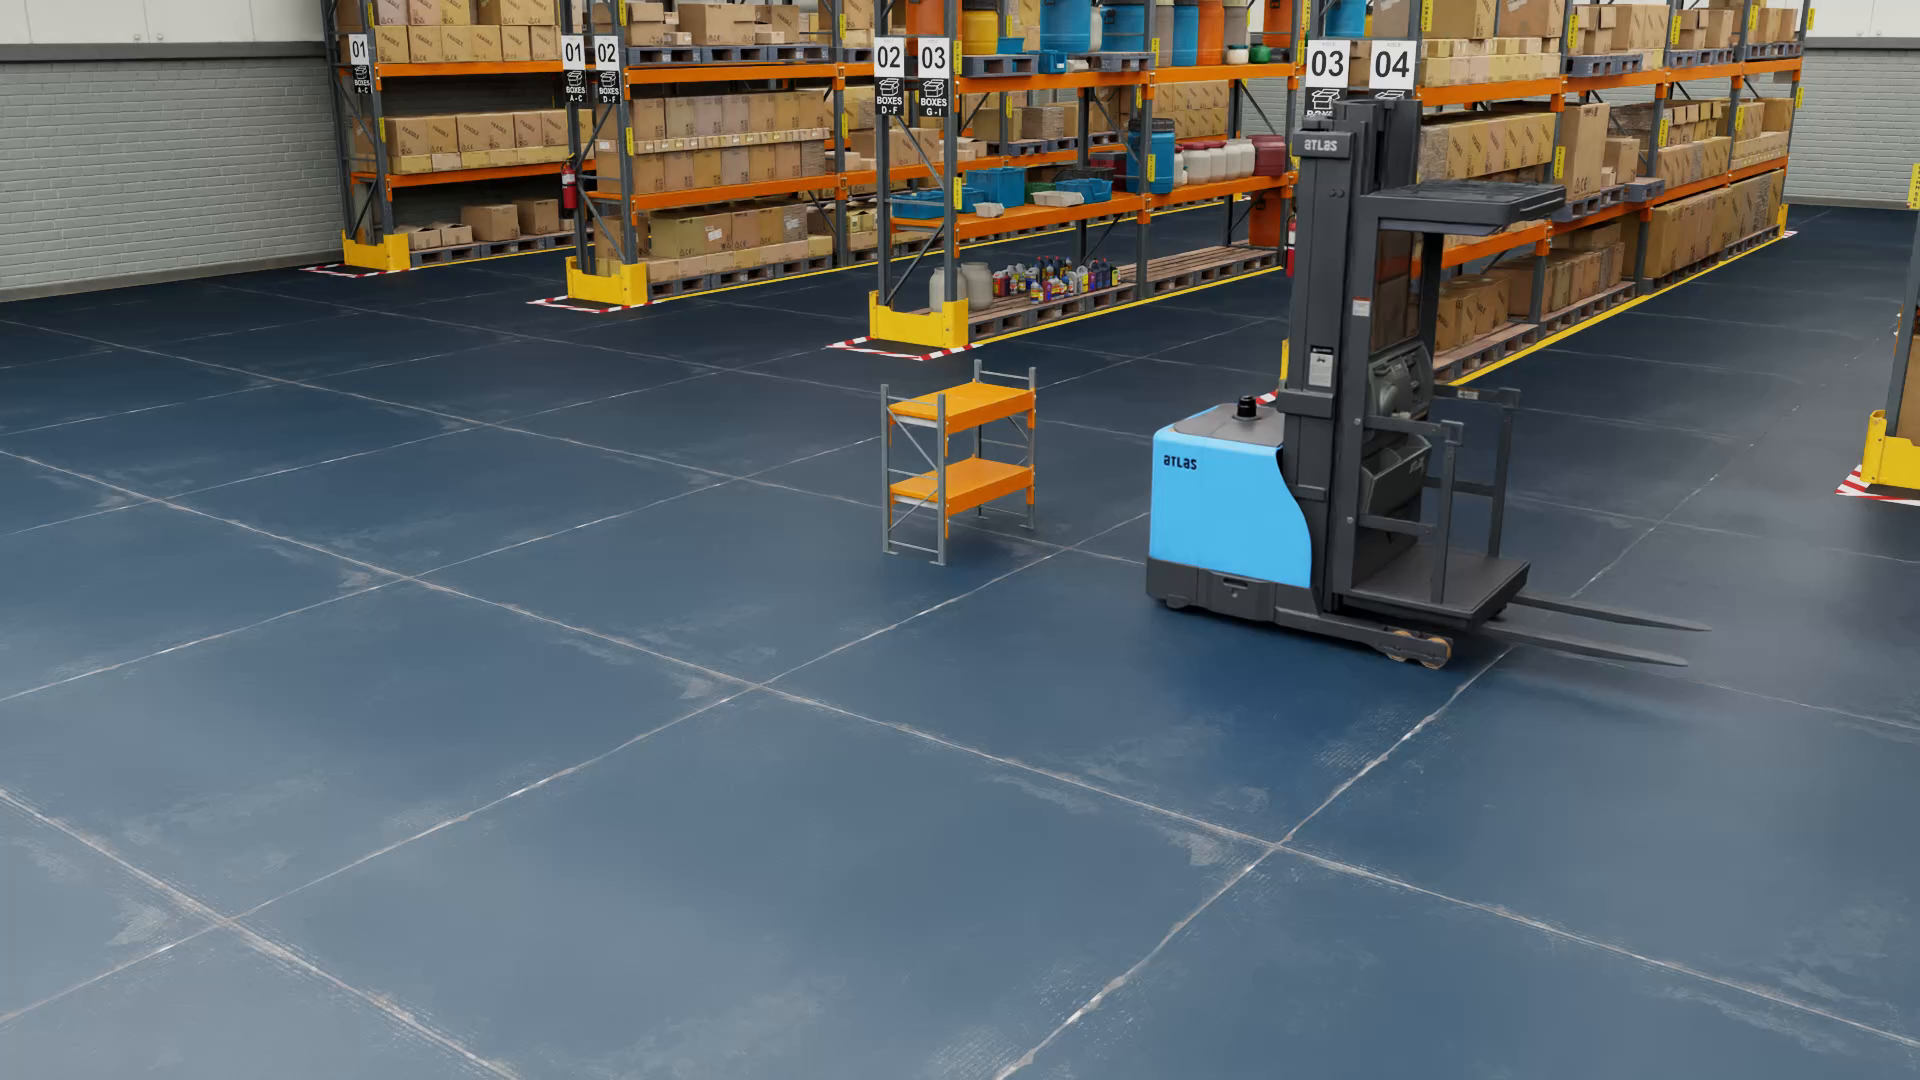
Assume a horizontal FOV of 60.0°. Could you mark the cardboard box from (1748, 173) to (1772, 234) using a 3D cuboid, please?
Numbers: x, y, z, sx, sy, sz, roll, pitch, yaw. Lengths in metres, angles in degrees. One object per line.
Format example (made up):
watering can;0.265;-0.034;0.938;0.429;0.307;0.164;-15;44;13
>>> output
cardboard box;12.188;-5.337;26.246;0.875;0.875;0.875;12;21;35

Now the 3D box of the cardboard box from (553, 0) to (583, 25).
cardboard box;-6.118;-8.102;25.330;0.500;0.500;0.500;10;20;30

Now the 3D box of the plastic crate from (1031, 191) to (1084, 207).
plastic crate;1.156;-3.994;19.492;0.530;0.136;0.437;12;21;35

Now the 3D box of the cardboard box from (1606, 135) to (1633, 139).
cardboard box;7.991;-4.741;20.578;0.500;0.500;0.500;10;20;28

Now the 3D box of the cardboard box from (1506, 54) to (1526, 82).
cardboard box;5.216;-4.637;16.314;0.500;0.250;0.500;12;21;34

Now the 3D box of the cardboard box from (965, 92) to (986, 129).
cardboard box;-0.069;-8.825;34.098;0.980;0.700;0.700;11;20;32

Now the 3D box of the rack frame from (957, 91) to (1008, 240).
rack frame;0.327;-6.380;26.731;1.000;3.000;0.127;12;21;35

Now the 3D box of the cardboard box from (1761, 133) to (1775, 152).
cardboard box;12.366;-6.200;25.904;0.500;0.250;0.500;12;21;33

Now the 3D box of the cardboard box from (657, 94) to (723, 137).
cardboard box;-3.511;-5.510;21.573;0.700;0.500;0.500;13;21;35

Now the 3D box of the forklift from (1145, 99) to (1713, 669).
forklift;2.620;-0.883;9.144;3.031;2.935;1.130;11;21;32

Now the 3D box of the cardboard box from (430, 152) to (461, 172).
cardboard box;-7.576;-5.474;24.031;0.500;0.250;0.500;12;21;33

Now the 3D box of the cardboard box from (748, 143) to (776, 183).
cardboard box;-2.927;-5.123;22.514;0.700;0.500;0.500;13;21;35

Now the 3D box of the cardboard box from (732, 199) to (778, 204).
cardboard box;-2.876;-4.497;23.332;0.500;0.500;0.500;12;21;35

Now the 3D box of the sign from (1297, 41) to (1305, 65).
sign;4.749;-6.791;23.173;0.100;0.325;0.005;12;21;35

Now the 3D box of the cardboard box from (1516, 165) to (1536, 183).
cardboard box;5.580;-3.770;17.655;0.875;0.500;0.500;12;21;35

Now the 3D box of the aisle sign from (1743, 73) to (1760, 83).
aisle sign;12.849;-7.846;27.068;0.394;0.787;0.004;12;21;35

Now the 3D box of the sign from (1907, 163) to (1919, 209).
sign;7.010;-2.588;12.168;0.100;0.325;0.005;12;21;35

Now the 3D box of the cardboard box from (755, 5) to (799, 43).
cardboard box;-2.568;-7.102;22.884;0.500;0.500;0.500;15;22;39

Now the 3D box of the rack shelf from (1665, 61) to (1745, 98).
rack shelf;9.472;-6.194;22.287;1.077;0.370;4.000;12;21;35

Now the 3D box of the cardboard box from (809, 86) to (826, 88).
cardboard box;-2.669;-8.332;31.047;0.500;0.250;0.500;12;21;33

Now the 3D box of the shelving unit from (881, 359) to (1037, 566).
shelving unit;0.004;-0.539;11.082;0.538;1.125;1.048;12;21;35

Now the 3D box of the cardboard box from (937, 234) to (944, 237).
cardboard box;-0.397;-4.857;25.753;0.500;0.250;0.500;13;21;36

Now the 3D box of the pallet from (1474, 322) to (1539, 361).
pallet;5.526;-2.178;17.902;1.003;0.211;1.213;12;21;35

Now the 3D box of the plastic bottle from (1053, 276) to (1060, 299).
plastic bottle;1.131;-2.988;19.666;0.097;0.271;0.097;0;17;0

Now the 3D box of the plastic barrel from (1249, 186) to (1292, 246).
plastic barrel;4.581;-4.788;24.554;0.600;0.830;0.708;12;21;35

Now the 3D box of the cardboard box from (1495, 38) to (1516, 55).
cardboard box;5.155;-4.784;16.114;0.380;0.149;0.250;14;22;37

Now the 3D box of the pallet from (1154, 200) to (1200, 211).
pallet;3.847;-6.456;31.679;1.003;0.211;1.213;12;21;35

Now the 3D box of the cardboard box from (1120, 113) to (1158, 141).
cardboard box;3.233;-7.454;30.020;0.500;0.500;0.500;13;22;36

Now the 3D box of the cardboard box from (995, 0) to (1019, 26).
cardboard box;0.592;-8.441;26.454;0.500;0.500;0.500;12;21;35

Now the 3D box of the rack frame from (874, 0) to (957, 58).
rack frame;-0.464;-6.464;16.884;1.000;3.000;0.127;12;21;35

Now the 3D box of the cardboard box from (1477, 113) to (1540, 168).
cardboard box;5.553;-4.068;16.930;0.500;0.500;0.500;12;21;35

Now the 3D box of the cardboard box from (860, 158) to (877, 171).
cardboard box;-1.364;-5.482;24.264;0.380;0.149;0.250;12;21;35

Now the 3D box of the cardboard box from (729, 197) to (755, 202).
cardboard box;-4.041;-6.090;29.271;0.700;0.500;0.500;13;21;35

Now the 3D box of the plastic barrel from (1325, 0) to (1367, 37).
plastic barrel;5.792;-7.896;25.000;0.600;0.901;0.708;12;21;35

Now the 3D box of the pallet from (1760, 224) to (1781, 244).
pallet;12.634;-4.998;26.983;1.003;0.211;1.213;12;21;35

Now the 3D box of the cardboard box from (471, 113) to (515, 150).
cardboard box;-6.981;-6.069;24.684;0.500;0.500;0.500;13;22;36

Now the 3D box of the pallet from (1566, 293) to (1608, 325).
pallet;7.087;-2.822;19.975;1.003;0.211;1.213;12;21;35

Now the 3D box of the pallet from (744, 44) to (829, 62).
pallet;-2.544;-6.610;22.563;1.003;0.211;1.213;12;21;35

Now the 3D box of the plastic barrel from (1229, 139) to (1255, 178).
plastic barrel;3.862;-5.275;22.983;0.421;0.512;0.421;0;17;0

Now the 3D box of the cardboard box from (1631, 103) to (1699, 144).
cardboard box;9.514;-5.643;22.496;0.797;0.503;0.637;13;22;36

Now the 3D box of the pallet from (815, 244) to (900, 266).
pallet;-1.649;-4.278;24.664;1.003;0.211;1.213;12;21;35

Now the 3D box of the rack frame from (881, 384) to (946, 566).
rack frame;-0.299;-0.418;10.692;0.500;1.125;0.032;12;21;35

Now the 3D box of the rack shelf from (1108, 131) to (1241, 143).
rack shelf;3.902;-7.466;31.440;1.077;0.370;4.000;12;21;35

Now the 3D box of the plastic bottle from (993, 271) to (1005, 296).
plastic bottle;0.451;-3.078;19.949;0.152;0.276;0.135;13;21;35

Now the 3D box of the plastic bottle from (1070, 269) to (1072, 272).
plastic bottle;1.363;-3.149;20.165;0.061;0.283;0.133;12;21;35

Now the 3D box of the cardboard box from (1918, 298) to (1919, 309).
cardboard box;7.622;-1.991;12.344;0.875;0.550;0.550;12;21;35

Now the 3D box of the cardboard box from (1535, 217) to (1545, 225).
cardboard box;6.005;-3.453;17.729;0.380;0.149;0.250;12;21;35

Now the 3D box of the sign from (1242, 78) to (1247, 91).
sign;5.528;-8.887;32.317;0.100;0.325;0.005;12;21;35

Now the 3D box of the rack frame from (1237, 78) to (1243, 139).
rack frame;5.094;-8.286;32.867;1.000;3.000;0.127;12;21;35

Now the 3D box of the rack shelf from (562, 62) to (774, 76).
rack shelf;-4.845;-7.867;27.675;1.077;0.370;4.000;12;21;35

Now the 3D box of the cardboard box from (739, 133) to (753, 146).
cardboard box;-2.960;-5.316;22.044;0.380;0.149;0.250;13;22;36

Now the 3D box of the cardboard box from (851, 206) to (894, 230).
cardboard box;-1.307;-4.755;24.482;0.500;0.311;0.500;12;21;34

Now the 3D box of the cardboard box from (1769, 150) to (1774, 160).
cardboard box;12.492;-6.028;26.020;0.380;0.149;0.250;12;21;33

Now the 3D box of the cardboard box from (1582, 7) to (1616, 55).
cardboard box;6.818;-5.678;18.529;0.797;0.503;0.637;13;22;37

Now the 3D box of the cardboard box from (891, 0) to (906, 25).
cardboard box;-1.041;-10.382;32.673;0.500;0.500;0.500;12;21;34
